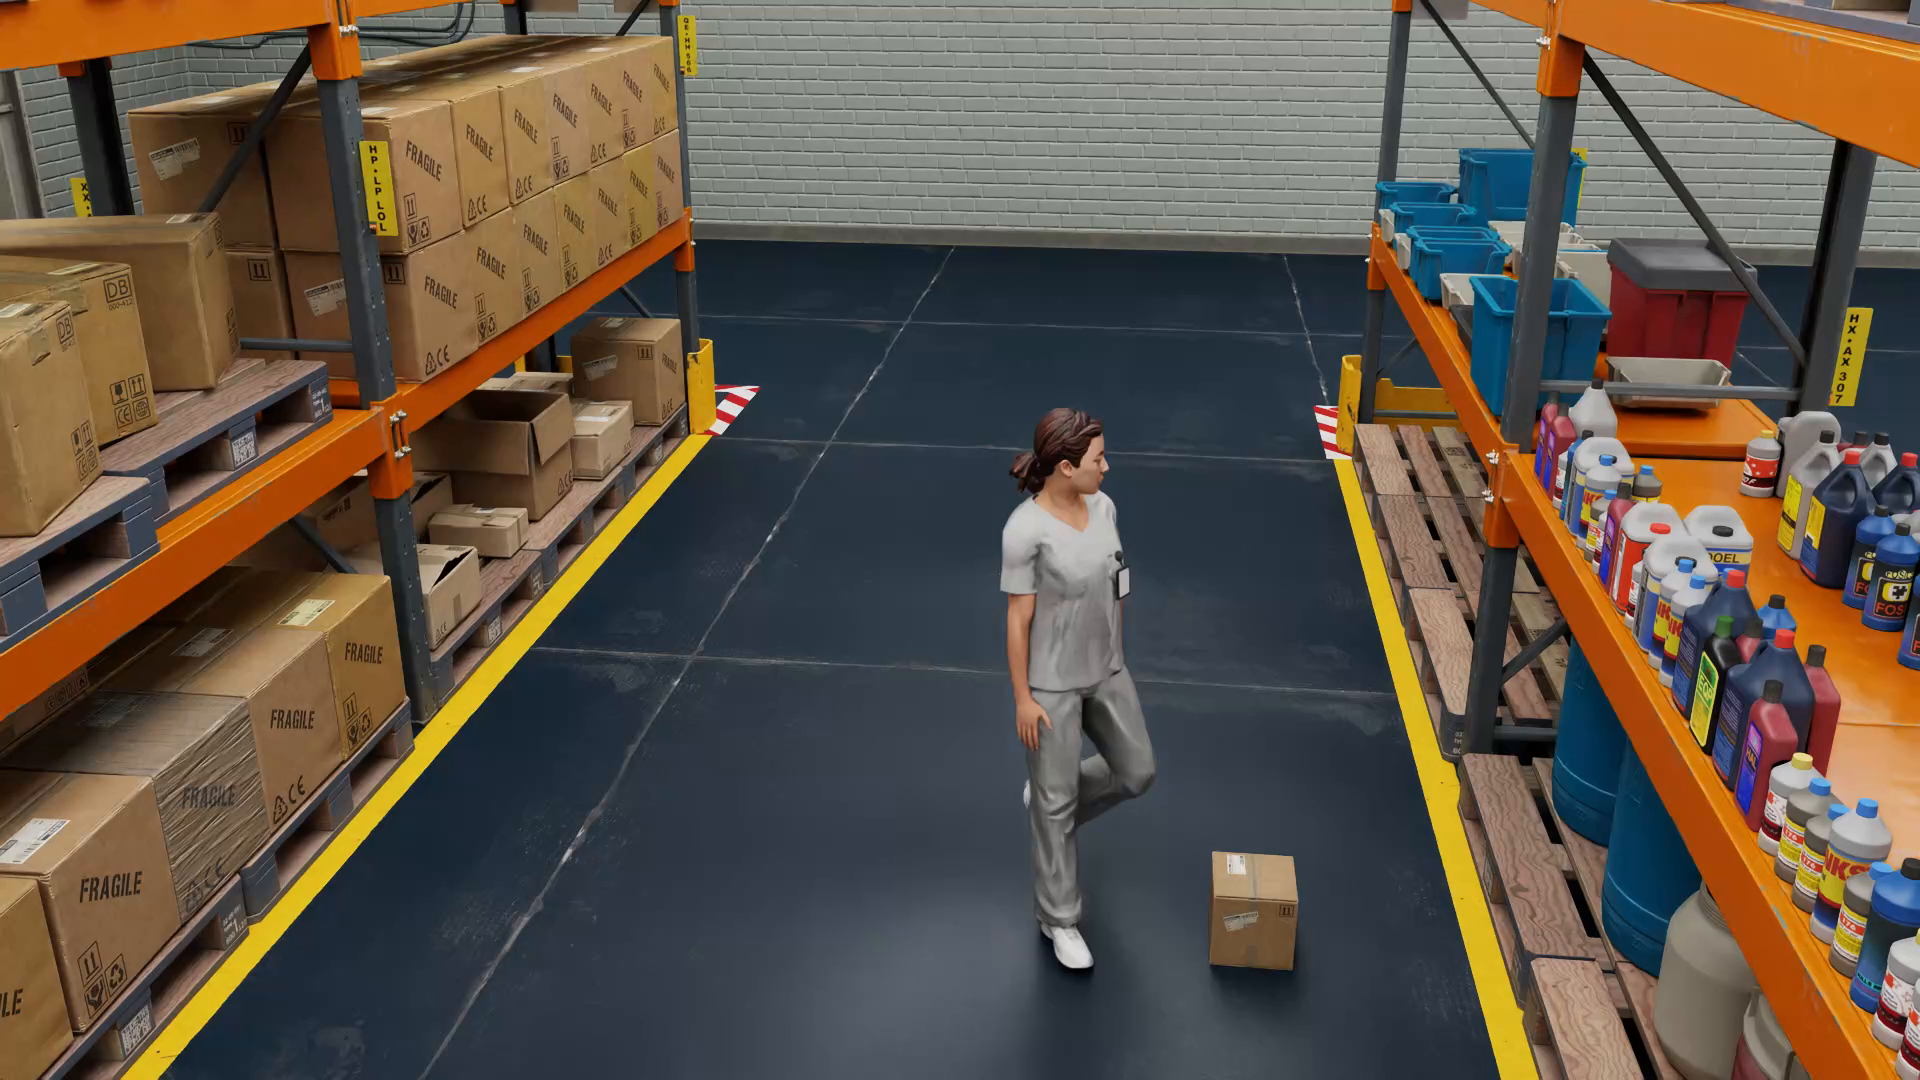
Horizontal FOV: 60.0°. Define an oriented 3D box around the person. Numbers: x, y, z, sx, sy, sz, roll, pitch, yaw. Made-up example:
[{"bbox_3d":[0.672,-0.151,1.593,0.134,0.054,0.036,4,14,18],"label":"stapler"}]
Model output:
[{"bbox_3d":[0.318,0.412,5.011,0.491,1.671,0.614,-15,26,-34],"label":"person"}]
